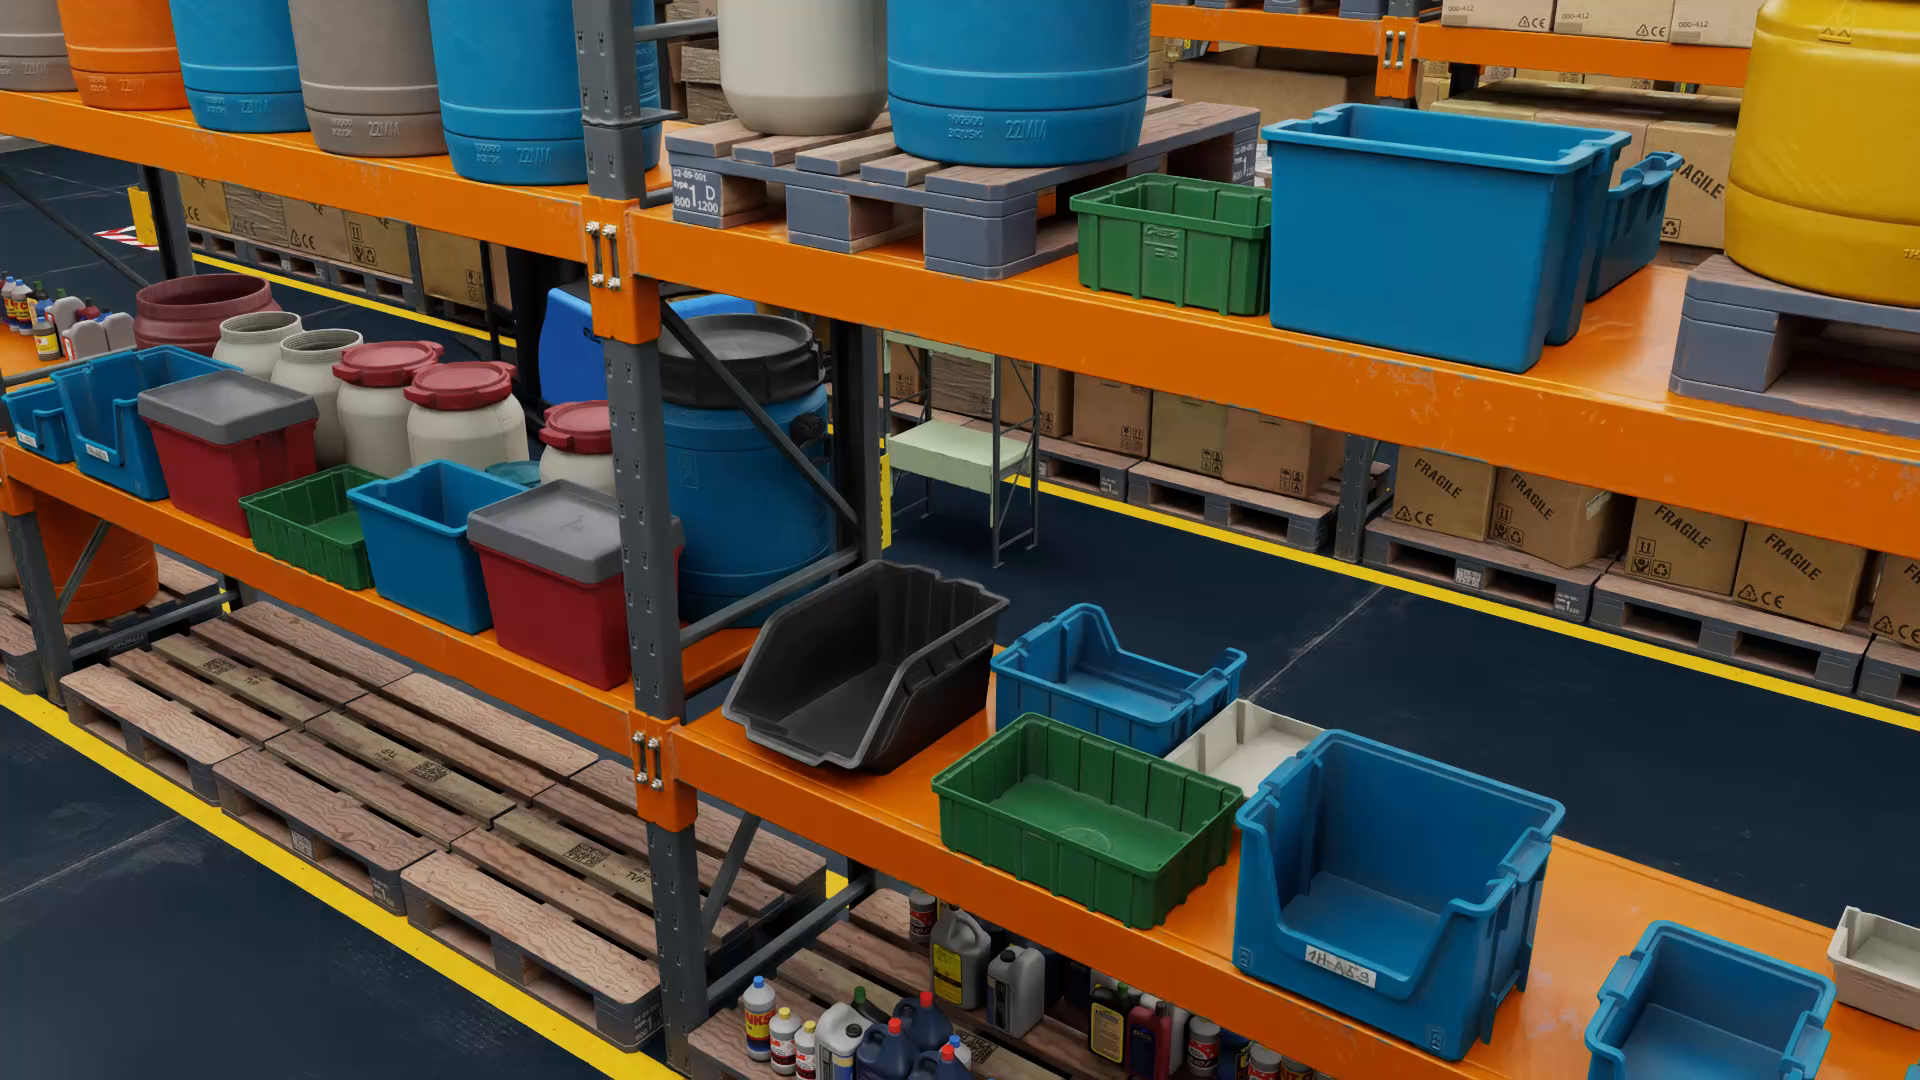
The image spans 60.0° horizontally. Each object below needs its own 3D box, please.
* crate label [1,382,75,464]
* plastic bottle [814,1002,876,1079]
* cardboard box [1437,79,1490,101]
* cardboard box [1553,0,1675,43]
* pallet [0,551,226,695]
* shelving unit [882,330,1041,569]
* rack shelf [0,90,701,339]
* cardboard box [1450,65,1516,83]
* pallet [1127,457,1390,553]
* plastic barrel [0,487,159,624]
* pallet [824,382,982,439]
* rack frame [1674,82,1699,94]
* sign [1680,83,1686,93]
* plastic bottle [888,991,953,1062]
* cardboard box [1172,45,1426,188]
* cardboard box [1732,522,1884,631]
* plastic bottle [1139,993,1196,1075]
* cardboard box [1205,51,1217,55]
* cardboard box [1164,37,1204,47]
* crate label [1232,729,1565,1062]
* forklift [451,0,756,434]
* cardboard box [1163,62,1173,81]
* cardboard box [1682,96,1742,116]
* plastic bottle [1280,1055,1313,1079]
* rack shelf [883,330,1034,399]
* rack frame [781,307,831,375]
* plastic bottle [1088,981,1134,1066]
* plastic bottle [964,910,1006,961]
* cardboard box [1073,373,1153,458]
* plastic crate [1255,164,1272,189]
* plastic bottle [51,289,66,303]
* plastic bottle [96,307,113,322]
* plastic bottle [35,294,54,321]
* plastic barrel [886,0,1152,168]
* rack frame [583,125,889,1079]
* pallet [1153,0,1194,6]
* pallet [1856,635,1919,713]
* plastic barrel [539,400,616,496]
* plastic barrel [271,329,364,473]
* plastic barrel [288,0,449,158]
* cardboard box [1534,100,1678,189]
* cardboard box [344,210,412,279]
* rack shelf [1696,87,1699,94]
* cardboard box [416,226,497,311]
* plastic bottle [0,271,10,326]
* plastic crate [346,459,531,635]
[{"bbox_3d":[-3.689,-0.484,6.835,0.416,0.233,0.303,17,29,33],"label":"crate label"},{"bbox_3d":[-0.334,1.517,4.919,0.135,0.276,0.152,18,30,35],"label":"plastic bottle"},{"bbox_3d":[4.039,-3.320,12.940,0.500,0.500,0.500,17,29,34],"label":"cardboard box"},{"bbox_3d":[3.003,-2.400,7.443,0.500,0.250,0.500,17,29,33],"label":"cardboard box"},{"bbox_3d":[-4.457,0.316,8.271,1.213,0.211,1.003,17,29,33],"label":"pallet"},{"bbox_3d":[0.005,-0.685,8.944,0.755,1.500,0.431,17,29,33],"label":"shelving unit"},{"bbox_3d":[-2.201,-1.343,5.750,4.000,0.370,1.077,17,29,33],"label":"rack shelf"},{"bbox_3d":[4.208,-3.857,12.920,0.500,0.500,0.700,17,29,34],"label":"cardboard box"},{"bbox_3d":[1.746,-0.326,9.727,1.213,0.211,1.003,17,29,33],"label":"pallet"},{"bbox_3d":[-4.203,-0.095,7.916,0.708,0.830,0.600,17,29,33],"label":"plastic barrel"},{"bbox_3d":[-0.207,-0.916,11.066,1.213,0.211,1.003,17,29,33],"label":"pallet"},{"bbox_3d":[5.425,-2.990,12.315,0.127,3.000,1.000,17,29,33],"label":"rack frame"},{"bbox_3d":[5.108,-3.306,11.695,0.005,0.325,0.100,17,29,33],"label":"sign"},{"bbox_3d":[-0.117,1.478,4.916,0.185,0.351,0.144,17,29,33],"label":"plastic bottle"},{"bbox_3d":[1.818,-2.118,9.072,1.000,1.000,1.000,17,29,34],"label":"cardboard box"},{"bbox_3d":[4.092,0.058,7.978,0.500,0.500,0.500,20,31,38],"label":"cardboard box"},{"bbox_3d":[0.627,1.457,5.055,0.135,0.276,0.152,17,29,34],"label":"plastic bottle"},{"bbox_3d":[3.183,-5.426,19.958,0.875,0.875,0.875,18,29,35],"label":"cardboard box"},{"bbox_3d":[1.967,-4.482,14.754,0.250,0.149,0.380,17,29,33],"label":"cardboard box"},{"bbox_3d":[0.965,0.777,3.721,0.616,0.435,0.502,17,29,33],"label":"crate label"},{"bbox_3d":[-2.515,-2.228,10.672,1.130,2.935,3.031,-17,29,-34],"label":"forklift"},{"bbox_3d":[1.988,-4.207,14.870,0.250,0.149,0.380,16,29,33],"label":"cardboard box"},{"bbox_3d":[3.695,-1.792,7.863,0.500,0.500,0.500,17,29,33],"label":"cardboard box"},{"bbox_3d":[0.982,1.553,4.844,0.097,0.271,0.097,0,24,0],"label":"plastic bottle"},{"bbox_3d":[0.005,-1.042,8.787,0.720,0.370,0.431,17,29,33],"label":"rack shelf"},{"bbox_3d":[-0.831,-2.381,10.934,0.127,3.000,1.000,17,29,33],"label":"rack frame"},{"bbox_3d":[0.459,1.452,5.057,0.133,0.283,0.061,17,29,33],"label":"plastic bottle"},{"bbox_3d":[0.087,1.258,5.415,0.185,0.351,0.144,16,28,32],"label":"plastic bottle"},{"bbox_3d":[1.073,-0.883,10.089,0.500,0.500,0.700,14,27,29],"label":"cardboard box"},{"bbox_3d":[0.926,-0.810,3.975,0.396,0.136,0.243,17,29,33],"label":"plastic crate"},{"bbox_3d":[-4.404,-1.098,8.166,0.133,0.283,0.061,17,29,33],"label":"plastic bottle"},{"bbox_3d":[-4.030,-0.970,7.891,0.097,0.271,0.097,0,24,0],"label":"plastic bottle"},{"bbox_3d":[-4.437,-1.062,8.100,0.097,0.271,0.097,0,24,0],"label":"plastic bottle"},{"bbox_3d":[0.131,-1.335,3.697,0.708,0.901,0.600,17,29,33],"label":"plastic barrel"},{"bbox_3d":[-0.601,0.184,5.112,0.127,3.000,1.000,17,29,33],"label":"rack frame"},{"bbox_3d":[1.108,-3.134,9.155,1.003,0.211,1.213,17,29,33],"label":"pallet"},{"bbox_3d":[4.881,0.603,7.619,1.213,0.211,1.003,17,29,33],"label":"pallet"},{"bbox_3d":[-1.235,-0.180,5.770,0.433,0.535,0.433,0,24,0],"label":"plastic barrel"},{"bbox_3d":[-2.513,-0.553,6.645,0.421,0.512,0.421,0,24,0],"label":"plastic barrel"},{"bbox_3d":[-1.661,-1.629,4.885,0.600,0.901,0.600,0,24,0],"label":"plastic barrel"},{"bbox_3d":[2.978,-1.742,7.750,0.500,0.500,0.500,17,29,33],"label":"cardboard box"},{"bbox_3d":[-4.512,-2.754,13.894,0.875,0.875,0.875,17,29,33],"label":"cardboard box"},{"bbox_3d":[6.713,-4.766,17.238,4.000,0.370,1.077,17,29,33],"label":"rack shelf"},{"bbox_3d":[-3.508,-2.420,13.136,0.875,0.875,1.225,17,29,33],"label":"cardboard box"},{"bbox_3d":[-4.851,-1.233,8.472,0.133,0.283,0.061,17,29,33],"label":"plastic bottle"},{"bbox_3d":[-1.670,0.025,5.493,0.575,0.384,0.392,17,29,33],"label":"plastic crate"}]
